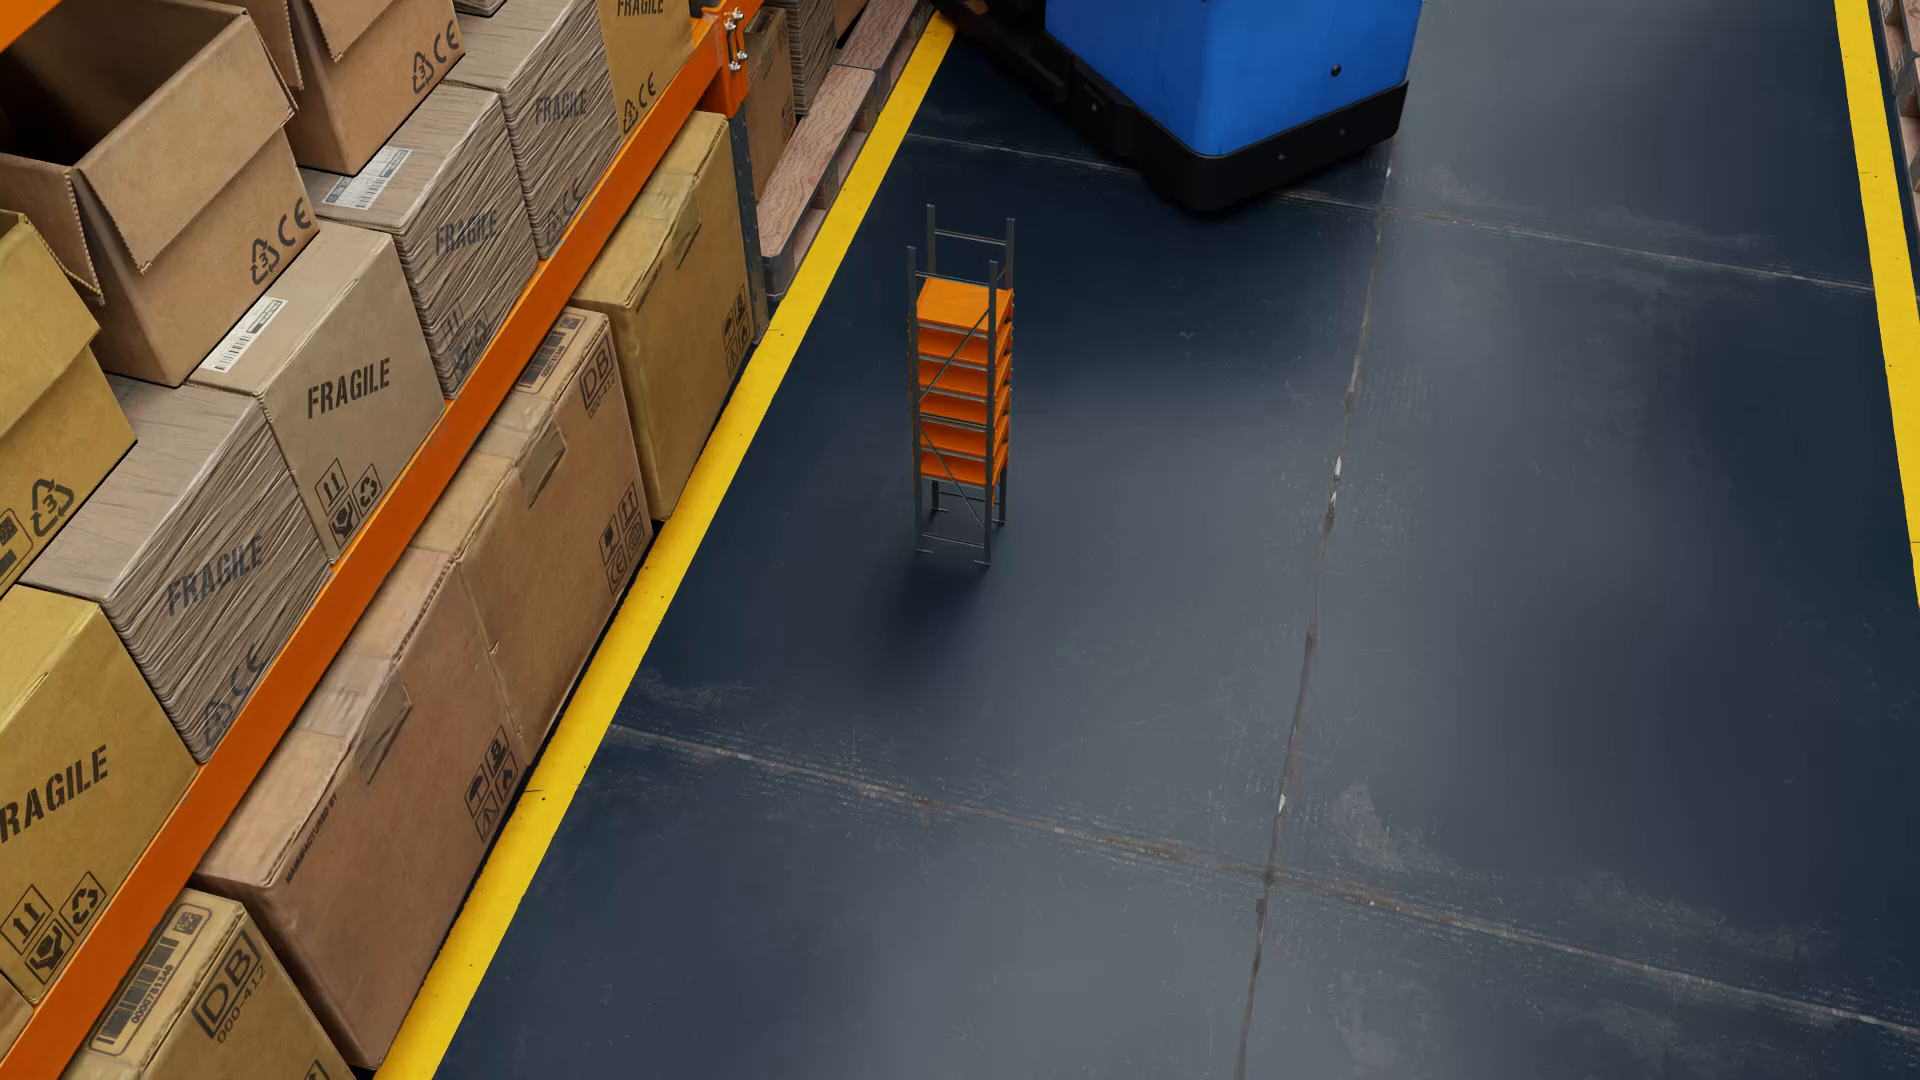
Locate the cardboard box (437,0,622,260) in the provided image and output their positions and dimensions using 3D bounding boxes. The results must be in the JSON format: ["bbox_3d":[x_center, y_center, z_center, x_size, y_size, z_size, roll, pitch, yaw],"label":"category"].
[{"bbox_3d":[-1.204,-1.083,4.138,0.500,0.500,0.500,11,50,10],"label":"cardboard box"}]

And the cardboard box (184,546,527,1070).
[{"bbox_3d":[-1.845,0.529,3.919,1.225,0.875,0.875,10,49,9],"label":"cardboard box"}]

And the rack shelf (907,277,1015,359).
[{"bbox_3d":[0.004,-0.616,4.573,0.258,0.103,0.180,12,50,10],"label":"rack shelf"}]

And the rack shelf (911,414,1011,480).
[{"bbox_3d":[0.004,-0.299,4.933,0.258,0.103,0.180,12,50,10],"label":"rack shelf"}]

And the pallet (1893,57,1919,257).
[{"bbox_3d":[4.167,-1.347,6.298,1.003,0.211,1.213,12,50,10],"label":"pallet"}]

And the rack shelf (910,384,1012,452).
[{"bbox_3d":[0.004,-0.378,4.843,0.258,0.103,0.180,12,50,10],"label":"rack shelf"}]

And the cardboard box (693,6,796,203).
[{"bbox_3d":[-1.019,-1.622,6.055,0.700,0.500,0.500,9,49,8],"label":"cardboard box"}]

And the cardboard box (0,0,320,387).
[{"bbox_3d":[-1.728,-0.697,3.129,0.797,0.503,0.637,13,50,11],"label":"cardboard box"}]

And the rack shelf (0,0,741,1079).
[{"bbox_3d":[-1.702,-0.130,3.844,1.077,0.370,4.000,12,50,10],"label":"rack shelf"}]

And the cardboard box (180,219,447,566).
[{"bbox_3d":[-1.472,-0.339,3.481,0.500,0.500,0.500,12,50,11],"label":"cardboard box"}]

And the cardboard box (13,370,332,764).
[{"bbox_3d":[-1.603,0.036,3.151,0.500,0.500,0.500,11,49,9],"label":"cardboard box"}]

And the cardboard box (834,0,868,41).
[{"bbox_3d":[-0.743,-2.437,6.774,0.700,0.500,0.500,15,50,13],"label":"cardboard box"}]

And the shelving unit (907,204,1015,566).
[{"bbox_3d":[0.004,-0.407,4.809,0.258,1.200,0.189,12,50,10],"label":"shelving unit"}]

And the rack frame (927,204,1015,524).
[{"bbox_3d":[0.028,-0.474,4.868,0.240,1.200,0.006,12,50,10],"label":"rack frame"}]

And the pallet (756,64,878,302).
[{"bbox_3d":[-0.969,-1.457,6.395,1.003,0.211,1.213,12,50,10],"label":"pallet"}]

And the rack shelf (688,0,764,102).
[{"bbox_3d":[-0.650,-3.023,6.398,1.077,0.370,4.000,12,50,10],"label":"rack shelf"}]

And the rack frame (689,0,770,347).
[{"bbox_3d":[-1.176,-1.815,4.851,1.000,3.000,0.127,12,50,10],"label":"rack frame"}]

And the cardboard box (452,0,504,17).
[{"bbox_3d":[-1.384,-1.654,3.974,0.797,0.503,0.637,13,50,11],"label":"cardboard box"}]

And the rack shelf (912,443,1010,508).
[{"bbox_3d":[0.004,-0.219,5.023,0.258,0.103,0.180,12,50,10],"label":"rack shelf"}]

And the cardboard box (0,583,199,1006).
[{"bbox_3d":[-1.735,0.398,2.831,0.500,0.500,0.500,12,50,10],"label":"cardboard box"}]

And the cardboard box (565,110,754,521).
[{"bbox_3d":[-1.378,-0.756,5.053,1.225,0.875,0.875,9,49,8],"label":"cardboard box"}]

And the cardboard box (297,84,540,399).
[{"bbox_3d":[-1.337,-0.706,3.806,0.500,0.500,0.500,10,49,9],"label":"cardboard box"}]

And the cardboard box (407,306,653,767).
[{"bbox_3d":[-1.620,-0.112,4.486,1.225,0.875,0.875,12,50,10],"label":"cardboard box"}]

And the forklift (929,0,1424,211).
[{"bbox_3d":[0.528,-3.295,6.203,1.130,2.935,3.031,-25,53,-21],"label":"forklift"}]

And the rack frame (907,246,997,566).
[{"bbox_3d":[-0.020,-0.341,4.751,0.240,1.200,0.006,12,50,10],"label":"rack frame"}]

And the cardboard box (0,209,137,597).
[{"bbox_3d":[-1.877,-0.244,2.729,0.797,0.503,0.637,12,50,10],"label":"cardboard box"}]

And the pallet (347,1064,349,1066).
[{"bbox_3d":[-2.098,1.428,3.849,1.003,0.211,1.213,12,50,10],"label":"pallet"}]

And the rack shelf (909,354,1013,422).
[{"bbox_3d":[0.004,-0.458,4.753,0.258,0.103,0.180,12,50,10],"label":"rack shelf"}]

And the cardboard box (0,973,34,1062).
[{"bbox_3d":[-1.867,0.762,2.510,0.500,0.500,0.500,12,50,10],"label":"cardboard box"}]

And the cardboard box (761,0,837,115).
[{"bbox_3d":[-0.885,-2.026,6.411,0.700,0.500,0.500,8,49,7],"label":"cardboard box"}]

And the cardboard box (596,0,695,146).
[{"bbox_3d":[-1.067,-1.442,4.455,0.500,0.500,0.500,13,50,11],"label":"cardboard box"}]

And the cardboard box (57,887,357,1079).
[{"bbox_3d":[-2.080,1.176,3.349,1.225,0.875,0.875,12,50,10],"label":"cardboard box"}]

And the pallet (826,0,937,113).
[{"bbox_3d":[-0.646,-2.337,7.172,1.003,0.211,1.213,12,50,10],"label":"pallet"}]

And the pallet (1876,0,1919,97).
[{"bbox_3d":[4.486,-2.232,7.079,1.003,0.211,1.213,12,50,10],"label":"pallet"}]

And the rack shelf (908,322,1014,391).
[{"bbox_3d":[0.004,-0.537,4.663,0.258,0.103,0.180,12,50,10],"label":"rack shelf"}]

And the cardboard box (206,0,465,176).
[{"bbox_3d":[-1.558,-1.183,3.558,0.797,0.503,0.637,13,50,11],"label":"cardboard box"}]

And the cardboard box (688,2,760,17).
[{"bbox_3d":[-1.029,-1.872,5.775,0.500,0.250,0.500,13,50,12],"label":"cardboard box"}]
